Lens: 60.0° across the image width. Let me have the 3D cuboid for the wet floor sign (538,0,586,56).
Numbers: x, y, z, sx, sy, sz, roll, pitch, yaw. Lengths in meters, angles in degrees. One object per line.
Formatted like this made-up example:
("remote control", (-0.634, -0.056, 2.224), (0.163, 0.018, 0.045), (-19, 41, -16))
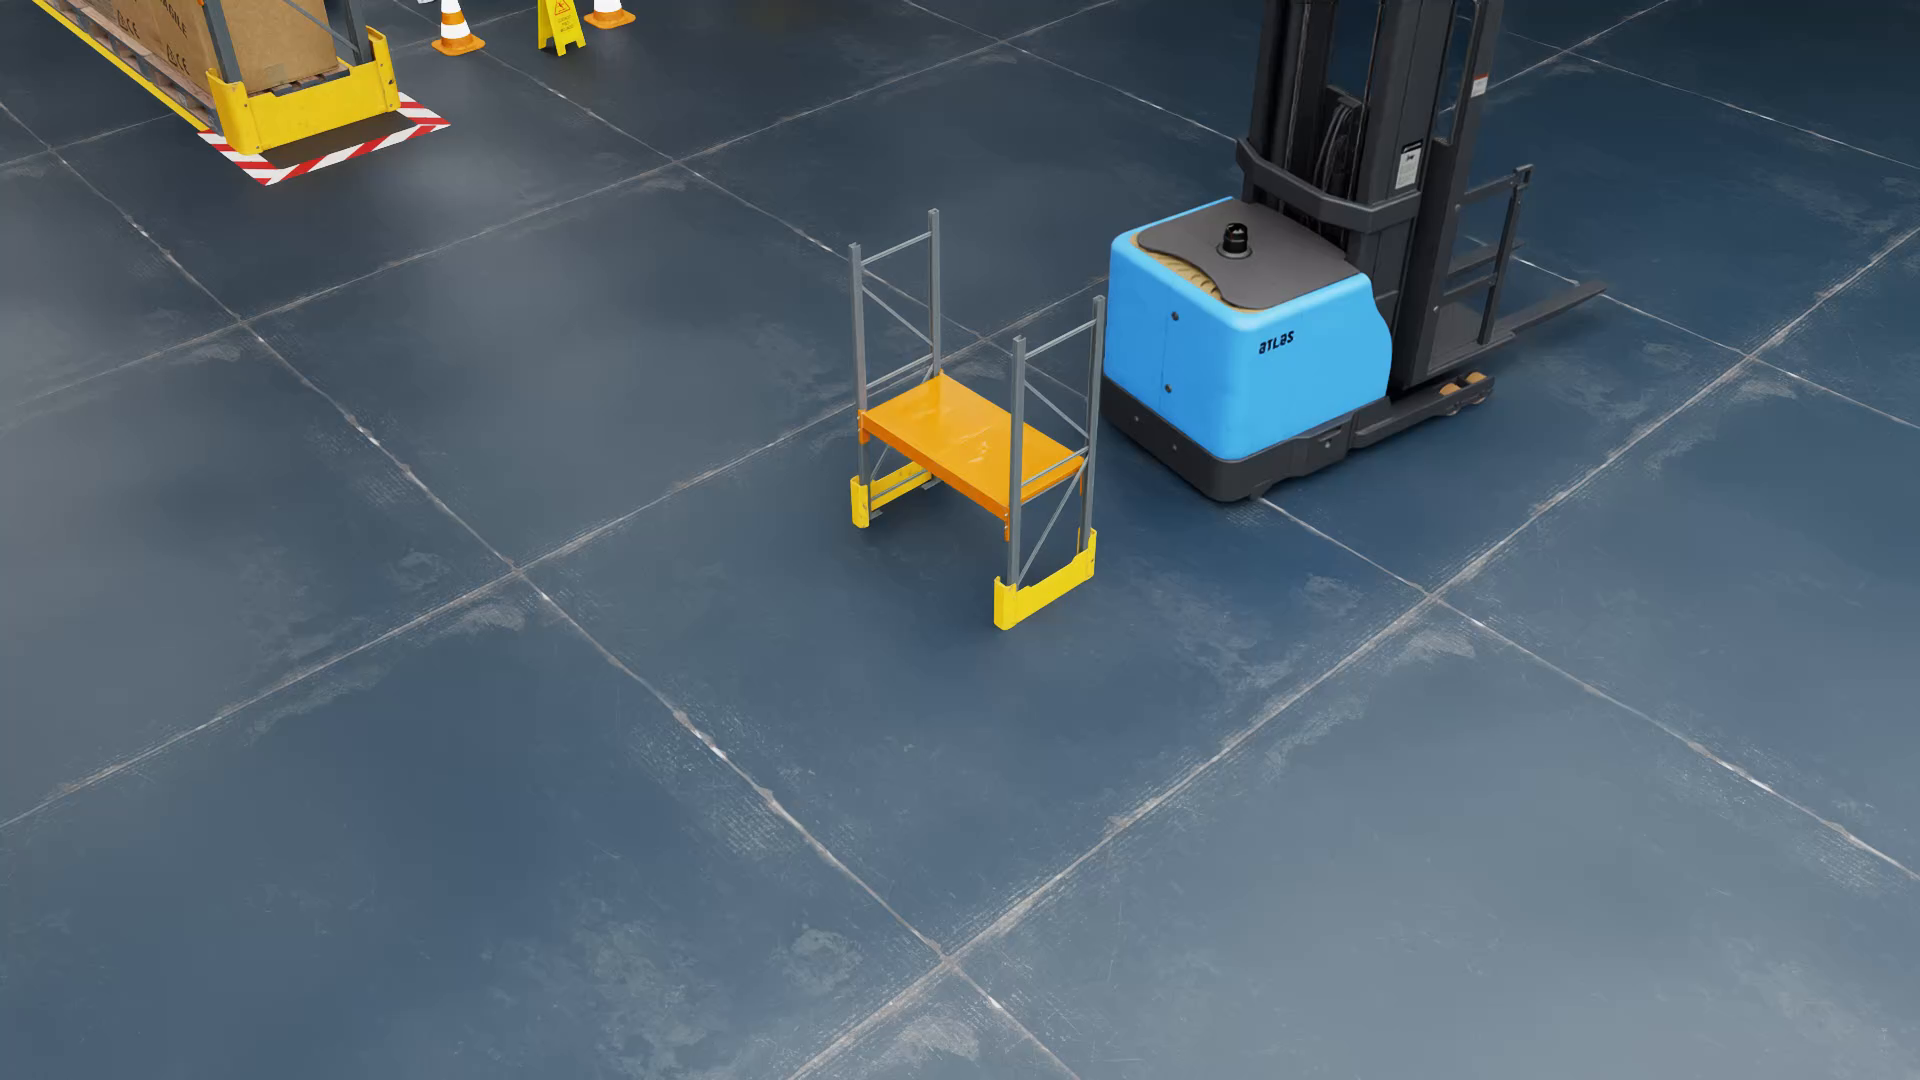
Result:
("wet floor sign", (-3.008, -3.979, 12.371), (0.232, 0.644, 0.267), (26, 45, 28))

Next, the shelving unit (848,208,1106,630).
("shelving unit", (0.052, -0.548, 7.443), (0.587, 1.500, 1.083), (-30, 48, -32))

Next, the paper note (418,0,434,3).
("paper note", (-4.268, -4.339, 13.307), (0.144, 0.017, 0.142), (-15, 41, -17))

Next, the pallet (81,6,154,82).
("pallet", (-5.905, -3.883, 12.598), (1.003, 0.211, 1.213), (-30, 48, -32))

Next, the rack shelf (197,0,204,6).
("rack shelf", (-5.839, -4.712, 11.978), (1.077, 0.370, 4.000), (-30, 48, -32))

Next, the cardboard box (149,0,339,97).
("cardboard box", (-4.993, -3.689, 11.495), (0.875, 0.875, 0.875), (-30, 47, -32))

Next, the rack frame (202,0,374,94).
("rack frame", (-4.486, -4.067, 10.606), (1.000, 3.000, 0.127), (-30, 48, -32))

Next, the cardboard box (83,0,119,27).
("cardboard box", (-6.205, -4.518, 12.522), (0.875, 0.875, 0.875), (-30, 47, -31))

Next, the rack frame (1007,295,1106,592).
("rack frame", (0.402, -0.309, 7.146), (0.500, 1.500, 0.032), (-30, 48, -32))

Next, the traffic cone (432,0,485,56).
("traffic cone", (-3.799, -3.929, 12.454), (0.336, 0.463, 0.334), (-30, 48, -32))

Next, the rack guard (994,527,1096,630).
("rack guard", (0.388, 0.169, 7.550), (0.587, 0.250, 0.087), (-30, 48, -32))

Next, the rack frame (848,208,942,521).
("rack frame", (-0.286, -0.779, 7.729), (0.500, 1.500, 0.032), (-30, 48, -32))

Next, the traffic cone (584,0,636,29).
("traffic cone", (-2.737, -4.252, 12.854), (0.336, 0.463, 0.334), (-30, 48, -32))

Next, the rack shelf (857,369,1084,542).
("rack shelf", (0.058, -0.404, 7.551), (0.538, 0.185, 1.000), (-30, 48, -32))

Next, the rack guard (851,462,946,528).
("rack guard", (-0.285, -0.292, 8.121), (0.587, 0.250, 0.087), (-30, 48, -32))

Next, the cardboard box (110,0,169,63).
("cardboard box", (-5.590, -4.095, 11.998), (0.875, 0.875, 0.875), (-31, 48, -32))

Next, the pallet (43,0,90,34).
("pallet", (-6.735, -4.448, 13.297), (1.003, 0.211, 1.213), (-30, 48, -32))

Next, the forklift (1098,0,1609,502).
("forklift", (2.227, -2.049, 8.162), (3.031, 2.935, 1.130), (-23, 44, -26))

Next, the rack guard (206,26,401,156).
("rack guard", (-4.470, -3.083, 11.377), (1.175, 0.500, 0.348), (-30, 48, -32))

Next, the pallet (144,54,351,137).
("pallet", (-5.084, -3.319, 11.899), (1.003, 0.211, 1.213), (-30, 48, -32))
